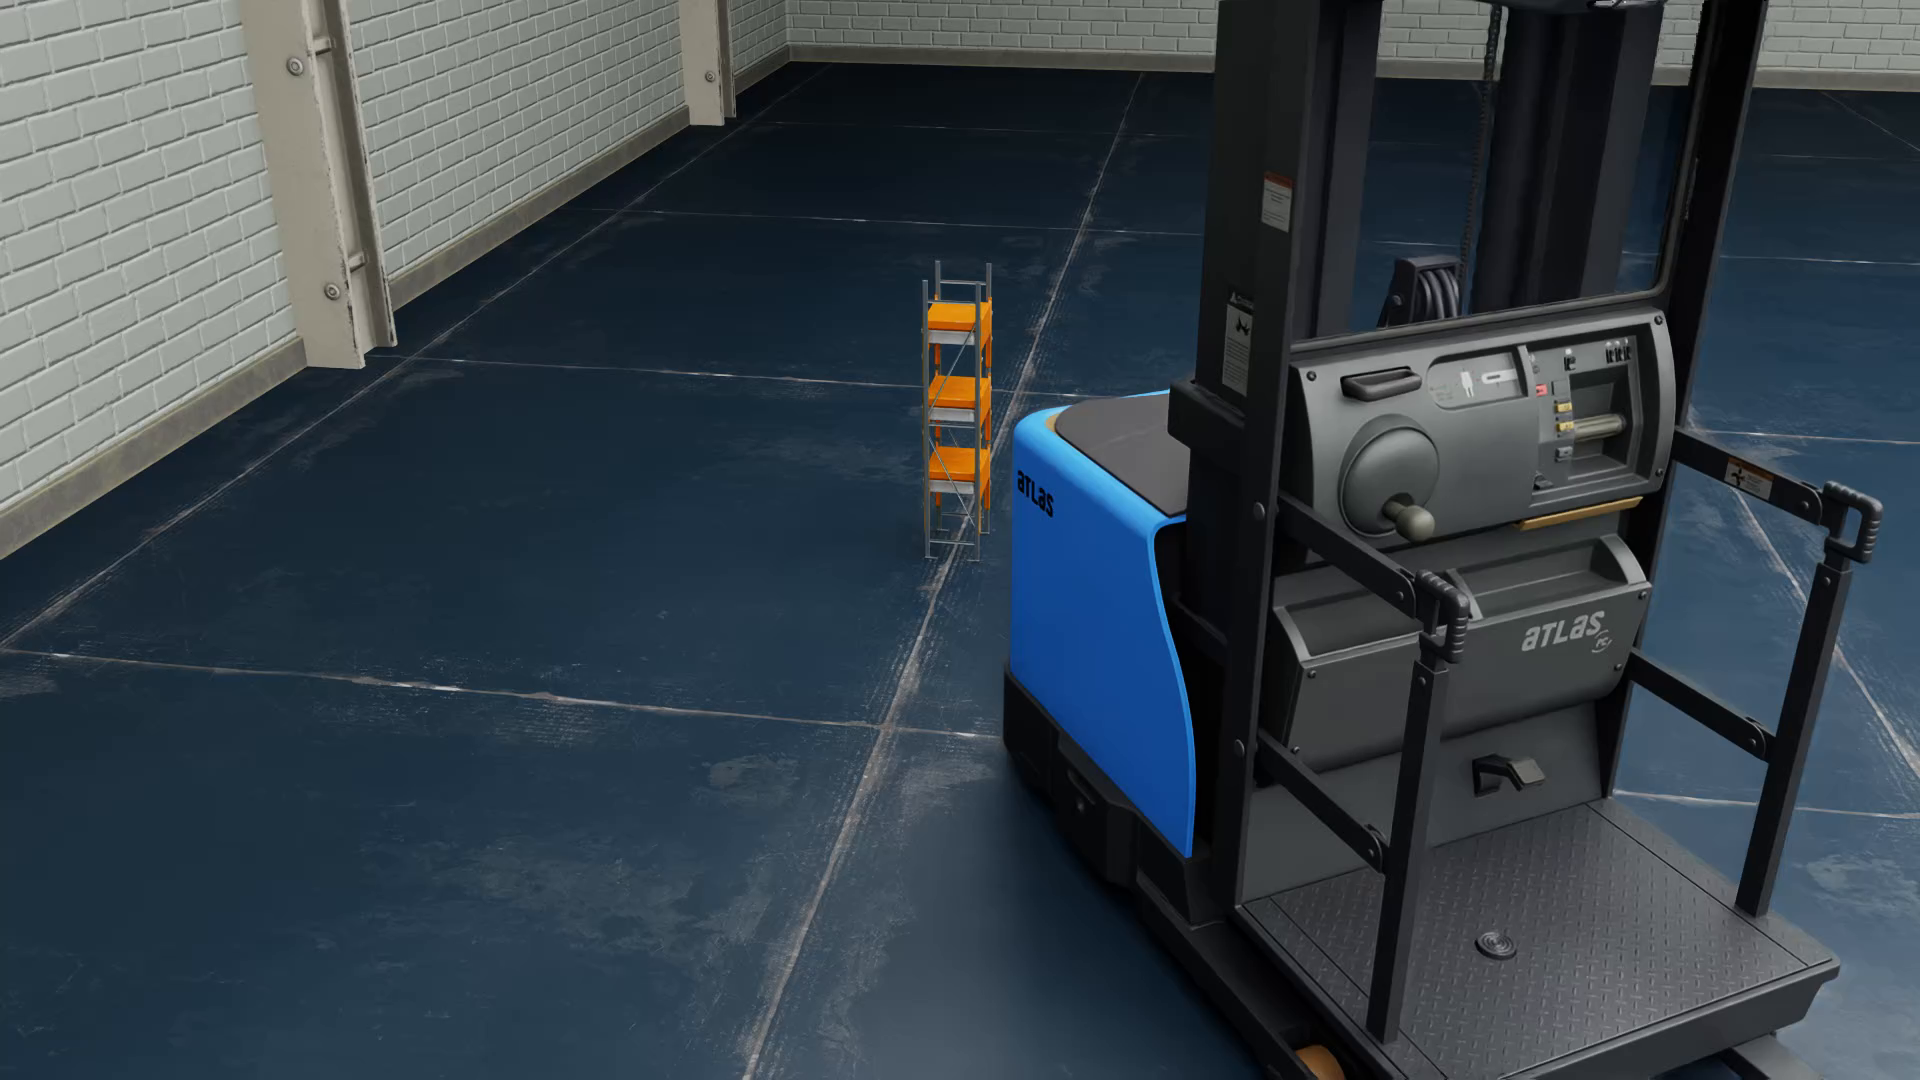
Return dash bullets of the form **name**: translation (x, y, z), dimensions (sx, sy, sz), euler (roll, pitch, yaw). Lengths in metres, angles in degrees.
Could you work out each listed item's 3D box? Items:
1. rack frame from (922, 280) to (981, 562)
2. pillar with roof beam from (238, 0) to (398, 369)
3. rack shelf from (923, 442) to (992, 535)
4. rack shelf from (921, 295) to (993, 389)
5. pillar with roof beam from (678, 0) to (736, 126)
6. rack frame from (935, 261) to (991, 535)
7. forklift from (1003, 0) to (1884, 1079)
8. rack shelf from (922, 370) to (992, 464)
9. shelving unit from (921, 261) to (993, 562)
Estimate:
- **rack frame**: translation (-0.029, -0.402, 5.871), dimensions (0.200, 1.050, 0.008), euler (4, 25, 9)
- **pillar with roof beam**: translation (1.238, -4.694, 5.663), dimensions (9.100, 9.000, 0.400), euler (4, 25, 9)
- **rack shelf**: translation (-0.009, -0.192, 6.102), dimensions (0.215, 0.259, 0.240), euler (4, 25, 9)
- **rack shelf**: translation (-0.009, -0.701, 5.864), dimensions (0.215, 0.259, 0.240), euler (4, 25, 9)
- **pillar with roof beam**: translation (2.219, -7.203, 11.024), dimensions (9.100, 9.000, 0.400), euler (4, 25, 9)
- **rack frame**: translation (0.011, -0.504, 6.089), dimensions (0.200, 1.050, 0.008), euler (4, 25, 9)
- **forklift**: translation (1.181, -0.206, 3.233), dimensions (1.130, 2.935, 3.031), euler (-11, 27, -21)
- **rack shelf**: translation (-0.009, -0.444, 5.984), dimensions (0.215, 0.259, 0.240), euler (4, 25, 9)
- **shelving unit**: translation (-0.009, -0.453, 5.980), dimensions (0.215, 1.050, 0.252), euler (4, 25, 9)
